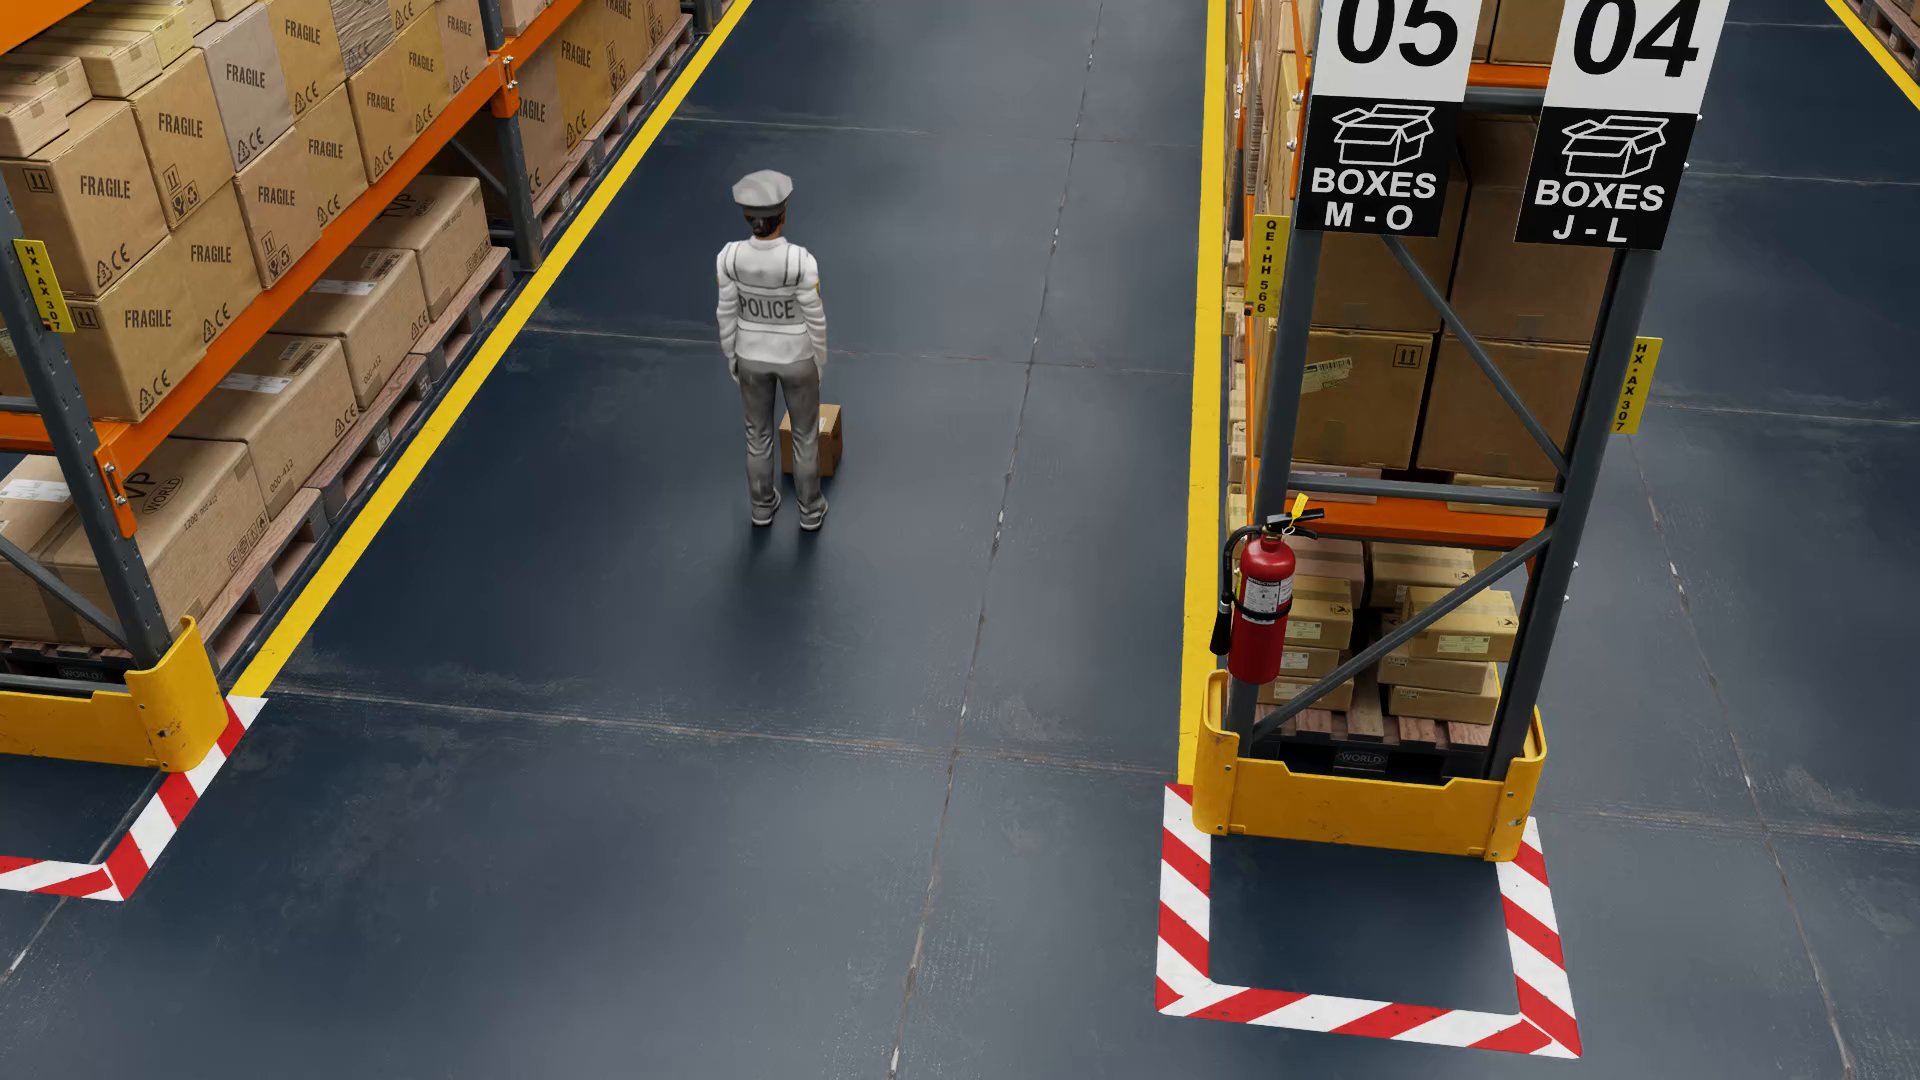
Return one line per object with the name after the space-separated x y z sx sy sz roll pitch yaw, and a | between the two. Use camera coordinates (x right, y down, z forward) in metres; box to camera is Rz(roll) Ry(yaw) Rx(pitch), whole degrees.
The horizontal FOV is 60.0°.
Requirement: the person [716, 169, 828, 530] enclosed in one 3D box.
-0.792 -0.785 7.204 0.474 1.672 0.329 5 37 7 | person
